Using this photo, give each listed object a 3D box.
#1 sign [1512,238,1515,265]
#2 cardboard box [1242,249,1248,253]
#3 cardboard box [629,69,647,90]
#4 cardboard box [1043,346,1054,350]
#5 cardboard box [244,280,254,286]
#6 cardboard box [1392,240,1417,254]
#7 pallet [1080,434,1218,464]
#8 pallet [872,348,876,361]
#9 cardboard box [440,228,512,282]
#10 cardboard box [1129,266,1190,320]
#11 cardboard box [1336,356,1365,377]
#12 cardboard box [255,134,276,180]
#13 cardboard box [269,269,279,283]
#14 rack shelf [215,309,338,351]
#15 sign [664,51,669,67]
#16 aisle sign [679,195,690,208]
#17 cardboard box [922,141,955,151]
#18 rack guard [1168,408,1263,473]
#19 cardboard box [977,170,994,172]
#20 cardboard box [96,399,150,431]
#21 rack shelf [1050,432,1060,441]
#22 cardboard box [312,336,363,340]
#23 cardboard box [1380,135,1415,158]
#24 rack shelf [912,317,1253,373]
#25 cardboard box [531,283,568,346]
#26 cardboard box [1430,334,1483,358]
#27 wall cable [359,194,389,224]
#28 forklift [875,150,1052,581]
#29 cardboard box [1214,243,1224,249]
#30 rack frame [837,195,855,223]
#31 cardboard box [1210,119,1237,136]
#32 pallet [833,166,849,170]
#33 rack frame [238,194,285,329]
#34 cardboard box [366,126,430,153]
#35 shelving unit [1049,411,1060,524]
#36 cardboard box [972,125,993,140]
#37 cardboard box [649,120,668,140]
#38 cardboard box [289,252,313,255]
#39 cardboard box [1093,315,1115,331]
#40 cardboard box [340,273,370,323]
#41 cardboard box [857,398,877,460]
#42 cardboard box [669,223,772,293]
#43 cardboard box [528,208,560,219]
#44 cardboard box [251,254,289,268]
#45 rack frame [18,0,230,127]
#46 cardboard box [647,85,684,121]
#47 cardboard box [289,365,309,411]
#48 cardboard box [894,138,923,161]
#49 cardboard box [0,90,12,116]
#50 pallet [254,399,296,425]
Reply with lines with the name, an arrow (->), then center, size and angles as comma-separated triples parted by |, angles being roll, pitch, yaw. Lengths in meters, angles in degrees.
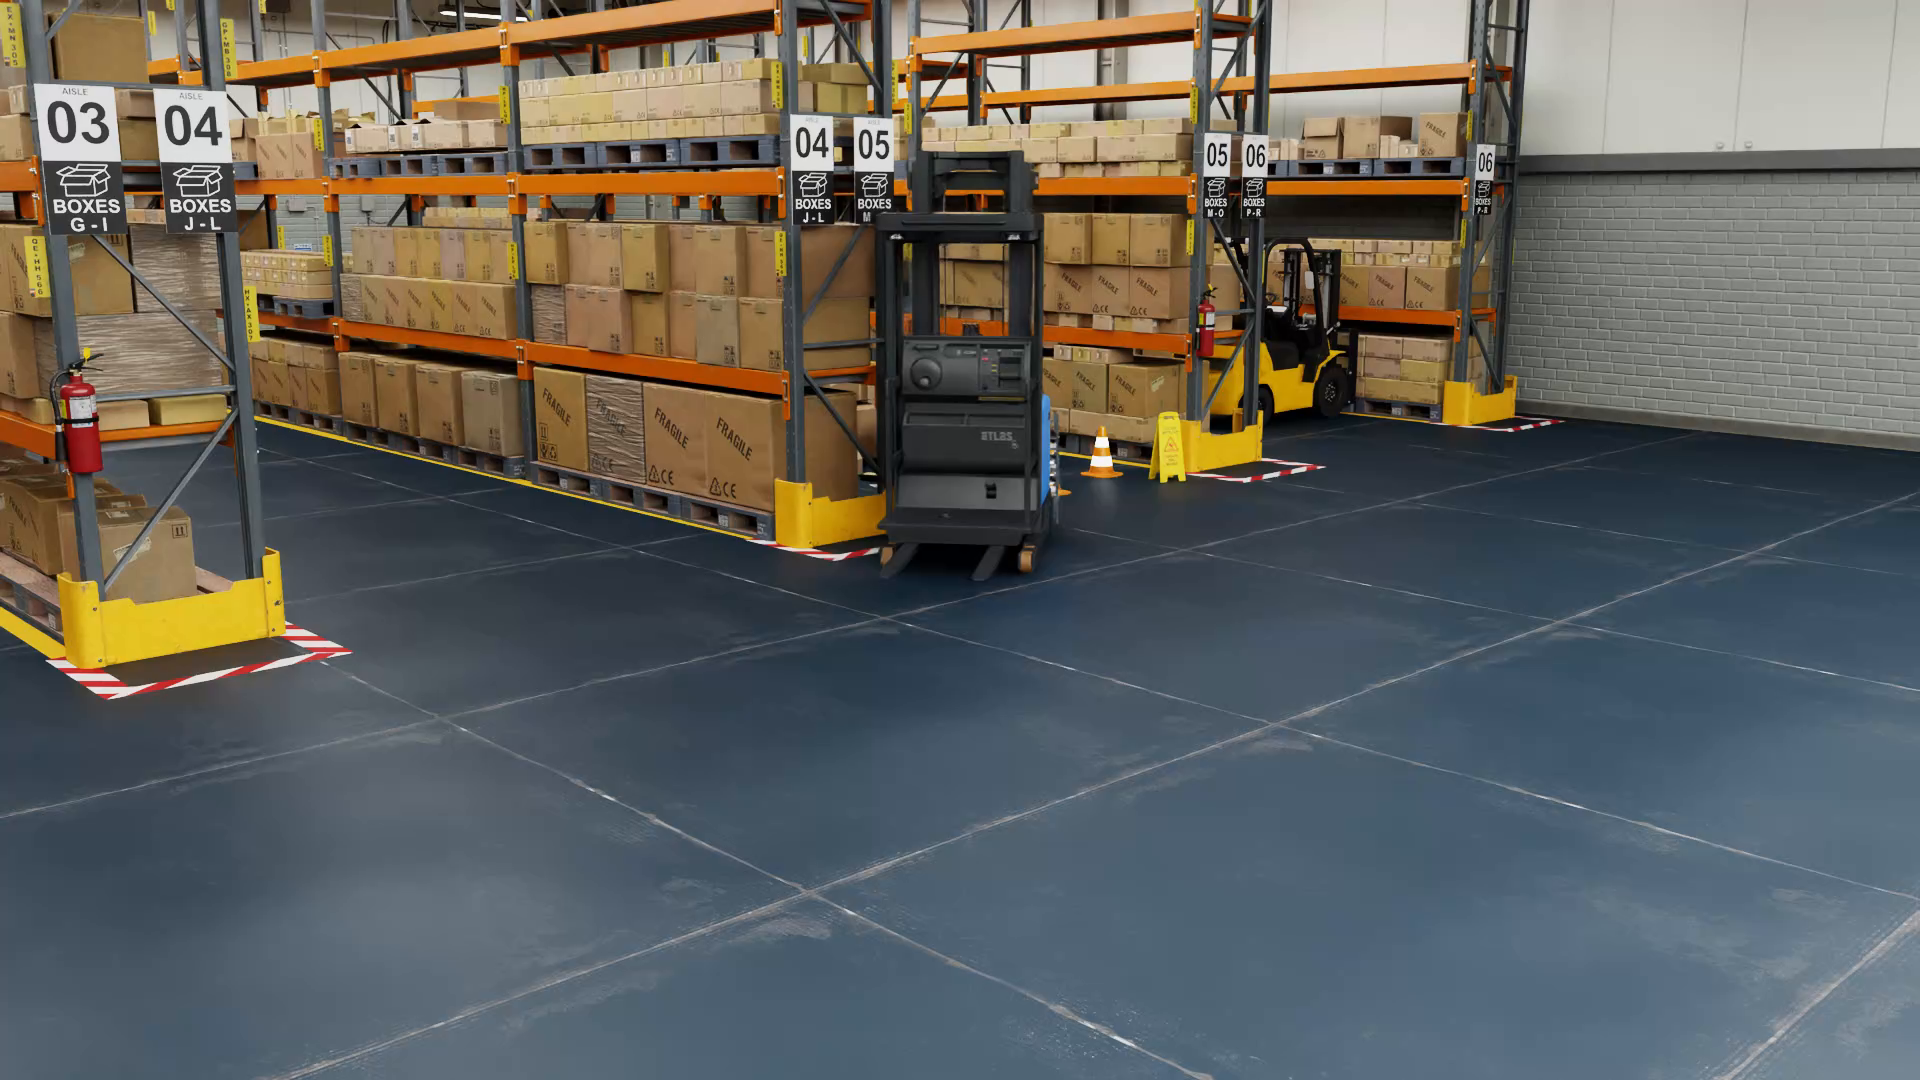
sign -> 6.584, -3.443, 19.847 | 0.100, 0.325, 0.005 | -11, 16, -43
cardboard box -> 3.826, -3.699, 21.577 | 0.380, 0.149, 0.250 | -11, 16, -43
cardboard box -> -2.451, -3.723, 13.471 | 0.380, 0.149, 0.250 | -11, 16, -42
cardboard box -> 0.784, -1.898, 18.607 | 0.500, 0.500, 0.500 | -11, 16, -42
cardboard box -> -8.190, -2.992, 19.583 | 0.250, 0.149, 0.380 | 11, 16, 43
cardboard box -> 5.385, -3.505, 19.898 | 0.380, 0.149, 0.250 | -10, 16, -41
pallet -> 2.003, -0.980, 17.146 | 1.003, 0.211, 1.213 | -11, 16, -43
pallet -> -0.673, -2.998, 26.938 | 1.003, 0.211, 1.213 | -11, 16, -43
cardboard box -> -4.735, -2.849, 16.583 | 0.700, 0.500, 0.500 | -11, 16, -42
cardboard box -> 2.017, -2.447, 16.369 | 0.500, 0.500, 0.500 | -11, 16, -44
cardboard box -> 4.906, -2.182, 20.603 | 0.500, 0.250, 0.500 | -11, 16, -44
cardboard box -> -7.720, -4.385, 19.081 | 0.500, 0.500, 0.500 | -11, 16, -43
cardboard box -> -7.656, -3.025, 19.004 | 0.380, 0.149, 0.250 | -11, 16, -42
rack shelf -> -7.826, -2.614, 19.948 | 1.077, 0.370, 4.000 | -11, 16, -43
sign -> -5.264, -8.598, 29.831 | 0.100, 0.325, 0.005 | -11, 16, -43
aisle sign -> -5.131, -6.481, 30.493 | 0.394, 0.787, 0.004 | -11, 16, -43
cardboard box -> -0.066, -4.234, 18.230 | 0.500, 0.250, 0.500 | -11, 16, -44
rack guard -> 2.538, -0.998, 16.517 | 1.175, 0.500, 0.348 | -11, 16, -43
cardboard box -> 0.402, -3.953, 17.852 | 0.380, 0.149, 0.250 | -10, 15, -41
cardboard box -> -4.923, -0.720, 9.596 | 0.380, 0.149, 0.250 | -11, 16, -43
rack shelf -> 0.674, -0.827, 13.521 | 0.258, 0.077, 0.200 | 0, 12, -2
cardboard box -> -7.428, -2.305, 19.963 | 0.500, 0.250, 0.500 | -11, 16, -42
cardboard box -> 5.211, -4.677, 19.791 | 0.396, 0.266, 0.258 | -11, 16, -42
rack shelf -> 1.209, -2.151, 17.701 | 1.077, 0.370, 4.000 | -11, 16, -43
cardboard box -> -3.419, -2.112, 15.357 | 0.875, 0.550, 0.550 | -11, 16, -43
cardboard box -> 5.983, -2.349, 20.174 | 0.500, 0.250, 0.500 | -11, 16, -43
wall cable -> -11.352, -6.063, 32.389 | 0.588, 1.984, 0.122 | -11, 16, -43
forklift -> 0.021, -1.273, 11.826 | 1.130, 2.935, 3.031 | 2, 12, 8
cardboard box -> 3.421, -3.912, 21.873 | 0.380, 0.149, 0.250 | -10, 16, -41
rack frame -> -2.109, -4.655, 28.072 | 1.000, 3.000, 0.127 | -11, 16, -43
cardboard box -> 2.493, -4.028, 16.243 | 0.380, 0.149, 0.250 | -11, 16, -43
pallet -> -1.239, -4.428, 20.003 | 1.213, 0.211, 1.003 | -11, 16, -43
rack frame -> -9.207, -3.258, 21.292 | 1.000, 3.000, 0.127 | -11, 16, -43
cardboard box -> -5.758, -4.115, 17.102 | 0.500, 0.250, 0.500 | -10, 16, -41
shelving unit -> 0.674, -0.595, 13.569 | 0.258, 0.900, 0.210 | 0, 12, -2
cardboard box -> 0.348, -4.325, 17.681 | 0.380, 0.149, 0.250 | -11, 16, -43
cardboard box -> -2.271, -3.294, 13.368 | 0.380, 0.149, 0.250 | -11, 16, -42
cardboard box -> -7.889, -3.410, 20.139 | 0.250, 0.149, 0.380 | 11, 16, 43
cardboard box -> 1.561, -2.208, 16.819 | 0.380, 0.149, 0.250 | -11, 16, -42
cardboard box -> -6.330, -2.620, 17.948 | 0.500, 0.500, 0.500 | -11, 16, -42
cardboard box -> -1.105, -1.094, 16.638 | 0.797, 0.637, 0.503 | -11, 16, -43
cardboard box -> -1.883, -2.337, 13.772 | 0.875, 0.550, 0.550 | -11, 16, -43
cardboard box -> -6.139, -4.820, 24.538 | 0.380, 0.149, 0.250 | -11, 16, -44
cardboard box -> -8.006, -3.245, 19.336 | 0.380, 0.149, 0.250 | -10, 15, -40
rack frame -> -4.577, -3.769, 8.903 | 1.000, 3.000, 0.127 | -11, 16, -43
cardboard box -> -2.151, -3.482, 13.290 | 0.500, 0.250, 0.500 | -11, 16, -43
cardboard box -> -7.444, -1.792, 19.328 | 0.500, 0.500, 0.500 | -10, 15, -40
cardboard box -> -0.680, -4.462, 19.031 | 0.500, 0.250, 0.500 | -11, 16, -44
cardboard box -> -5.357, -2.497, 9.550 | 0.250, 0.149, 0.380 | 11, 16, 43
pallet -> -7.821, -1.601, 20.158 | 1.003, 0.211, 1.213 | -11, 16, -43
